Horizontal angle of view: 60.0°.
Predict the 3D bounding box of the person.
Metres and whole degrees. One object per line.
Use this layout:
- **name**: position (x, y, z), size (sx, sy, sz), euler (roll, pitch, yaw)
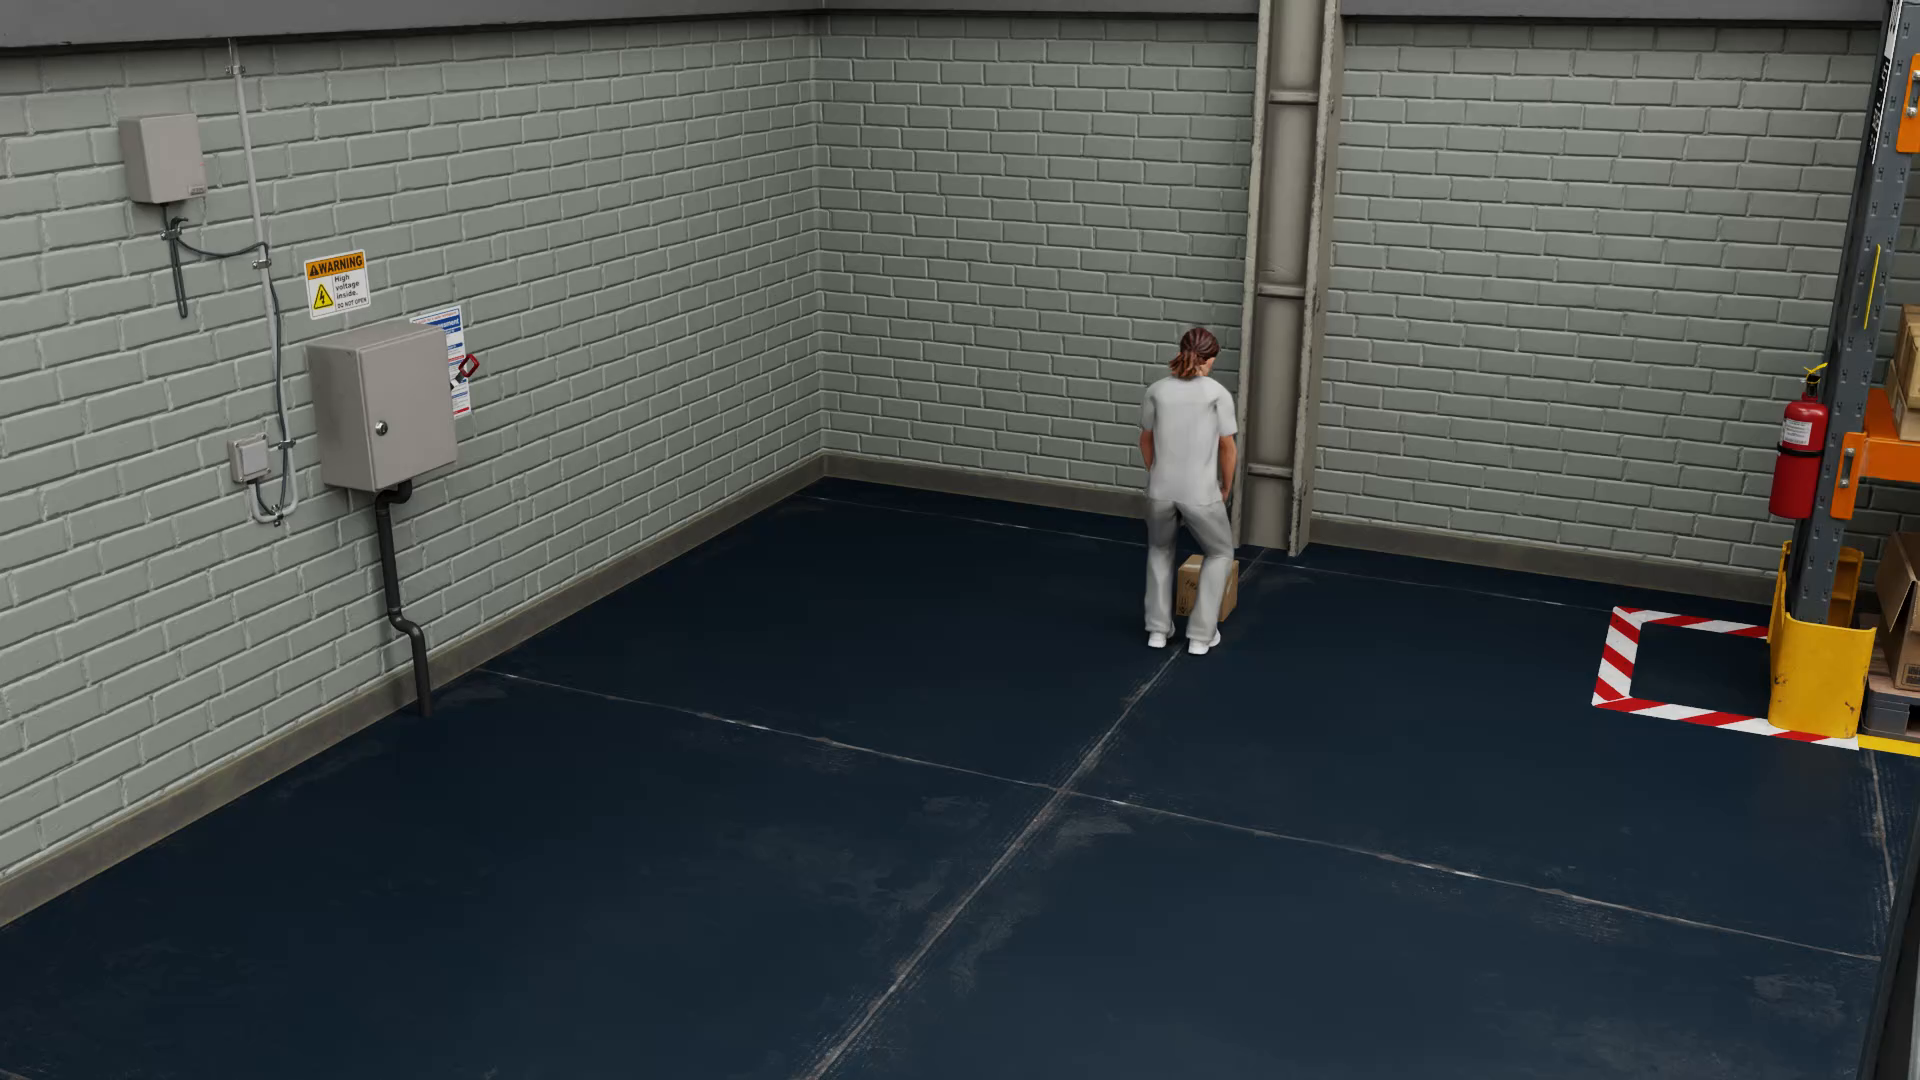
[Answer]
- **person**: position (1.071, -0.230, 7.958), size (0.480, 1.536, 0.511), euler (9, 21, 24)
